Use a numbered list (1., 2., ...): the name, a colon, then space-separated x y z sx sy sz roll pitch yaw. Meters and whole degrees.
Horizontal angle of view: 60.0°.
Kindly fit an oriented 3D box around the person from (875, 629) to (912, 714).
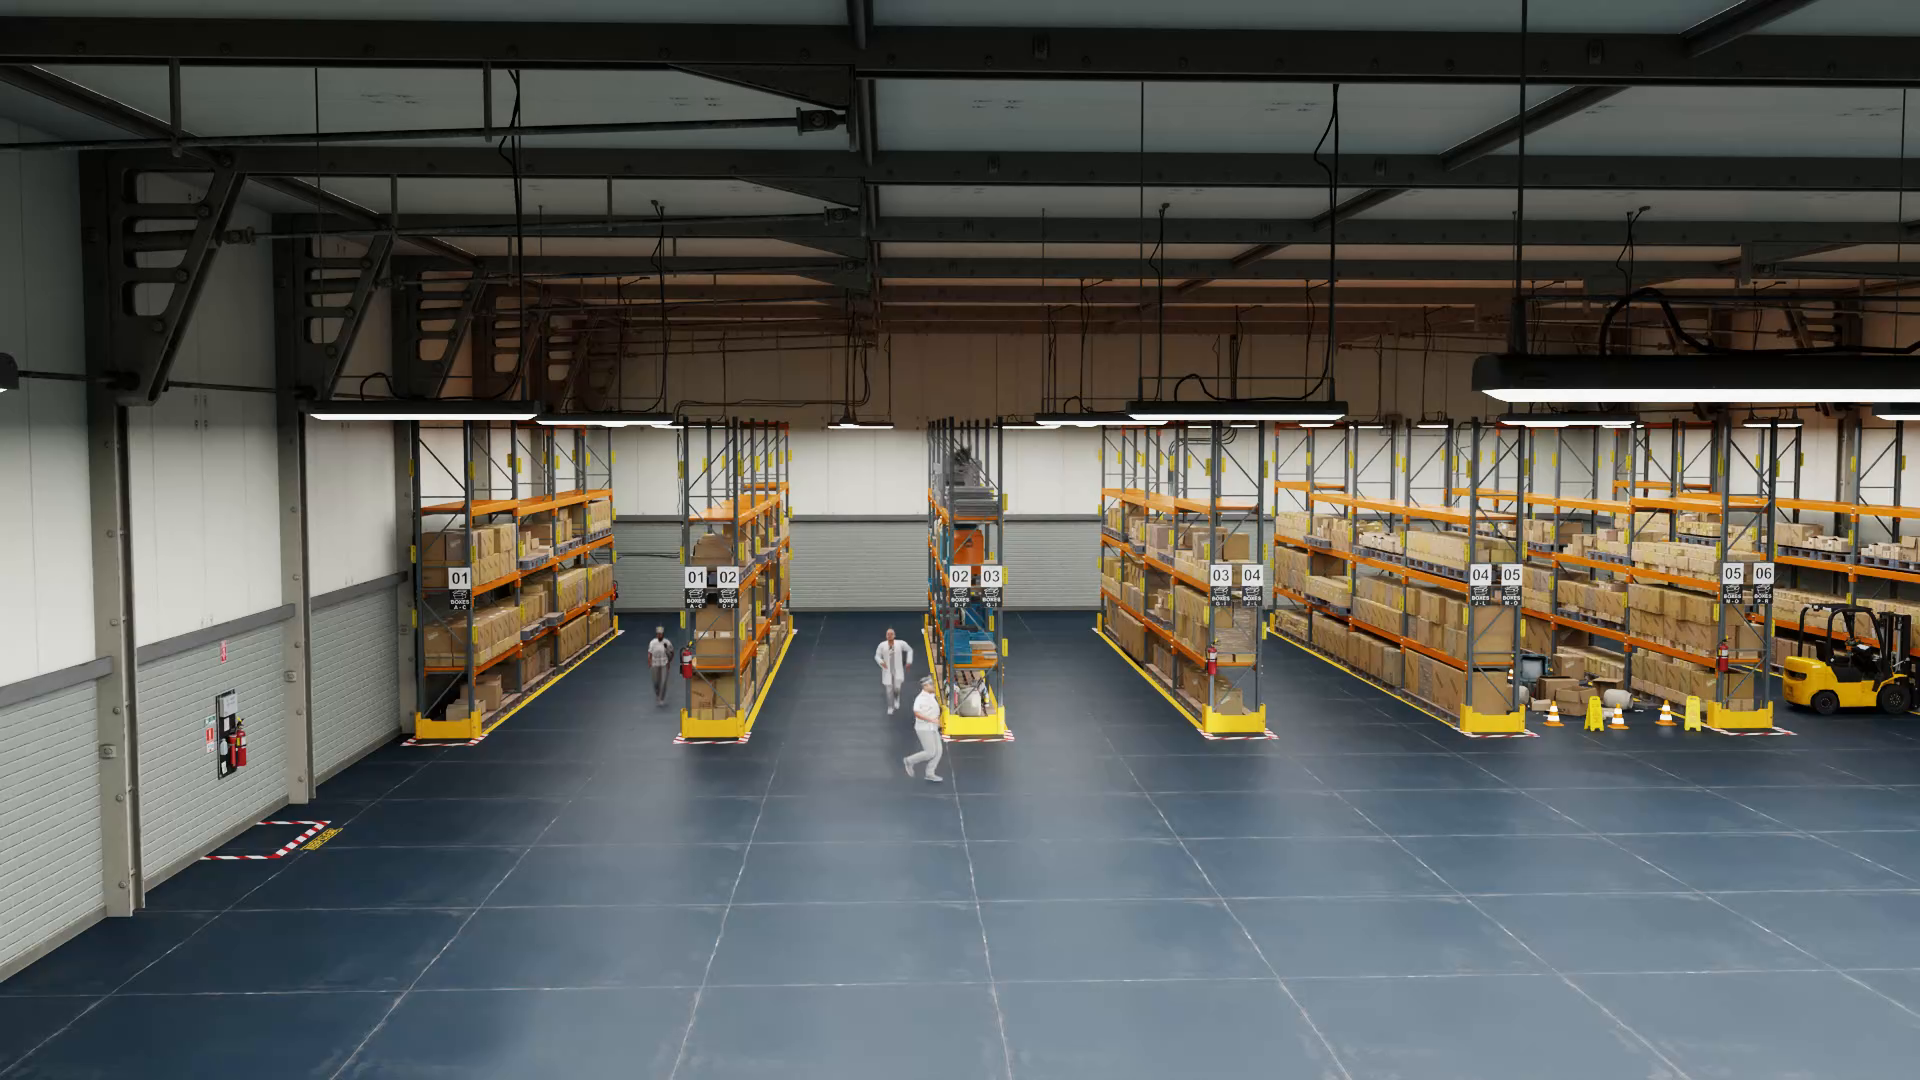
1. person: -1.348 2.760 33.585 0.741 1.550 0.766 0 4 4

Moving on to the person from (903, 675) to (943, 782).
1. person: -0.568 3.072 27.230 0.678 1.742 0.664 1 4 17

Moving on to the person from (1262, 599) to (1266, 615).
1. person: 7.883 2.018 44.514 0.602 1.643 0.601 0 4 2

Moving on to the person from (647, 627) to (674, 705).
1. person: -6.302 2.630 35.030 0.557 1.646 0.571 -1 4 -8
